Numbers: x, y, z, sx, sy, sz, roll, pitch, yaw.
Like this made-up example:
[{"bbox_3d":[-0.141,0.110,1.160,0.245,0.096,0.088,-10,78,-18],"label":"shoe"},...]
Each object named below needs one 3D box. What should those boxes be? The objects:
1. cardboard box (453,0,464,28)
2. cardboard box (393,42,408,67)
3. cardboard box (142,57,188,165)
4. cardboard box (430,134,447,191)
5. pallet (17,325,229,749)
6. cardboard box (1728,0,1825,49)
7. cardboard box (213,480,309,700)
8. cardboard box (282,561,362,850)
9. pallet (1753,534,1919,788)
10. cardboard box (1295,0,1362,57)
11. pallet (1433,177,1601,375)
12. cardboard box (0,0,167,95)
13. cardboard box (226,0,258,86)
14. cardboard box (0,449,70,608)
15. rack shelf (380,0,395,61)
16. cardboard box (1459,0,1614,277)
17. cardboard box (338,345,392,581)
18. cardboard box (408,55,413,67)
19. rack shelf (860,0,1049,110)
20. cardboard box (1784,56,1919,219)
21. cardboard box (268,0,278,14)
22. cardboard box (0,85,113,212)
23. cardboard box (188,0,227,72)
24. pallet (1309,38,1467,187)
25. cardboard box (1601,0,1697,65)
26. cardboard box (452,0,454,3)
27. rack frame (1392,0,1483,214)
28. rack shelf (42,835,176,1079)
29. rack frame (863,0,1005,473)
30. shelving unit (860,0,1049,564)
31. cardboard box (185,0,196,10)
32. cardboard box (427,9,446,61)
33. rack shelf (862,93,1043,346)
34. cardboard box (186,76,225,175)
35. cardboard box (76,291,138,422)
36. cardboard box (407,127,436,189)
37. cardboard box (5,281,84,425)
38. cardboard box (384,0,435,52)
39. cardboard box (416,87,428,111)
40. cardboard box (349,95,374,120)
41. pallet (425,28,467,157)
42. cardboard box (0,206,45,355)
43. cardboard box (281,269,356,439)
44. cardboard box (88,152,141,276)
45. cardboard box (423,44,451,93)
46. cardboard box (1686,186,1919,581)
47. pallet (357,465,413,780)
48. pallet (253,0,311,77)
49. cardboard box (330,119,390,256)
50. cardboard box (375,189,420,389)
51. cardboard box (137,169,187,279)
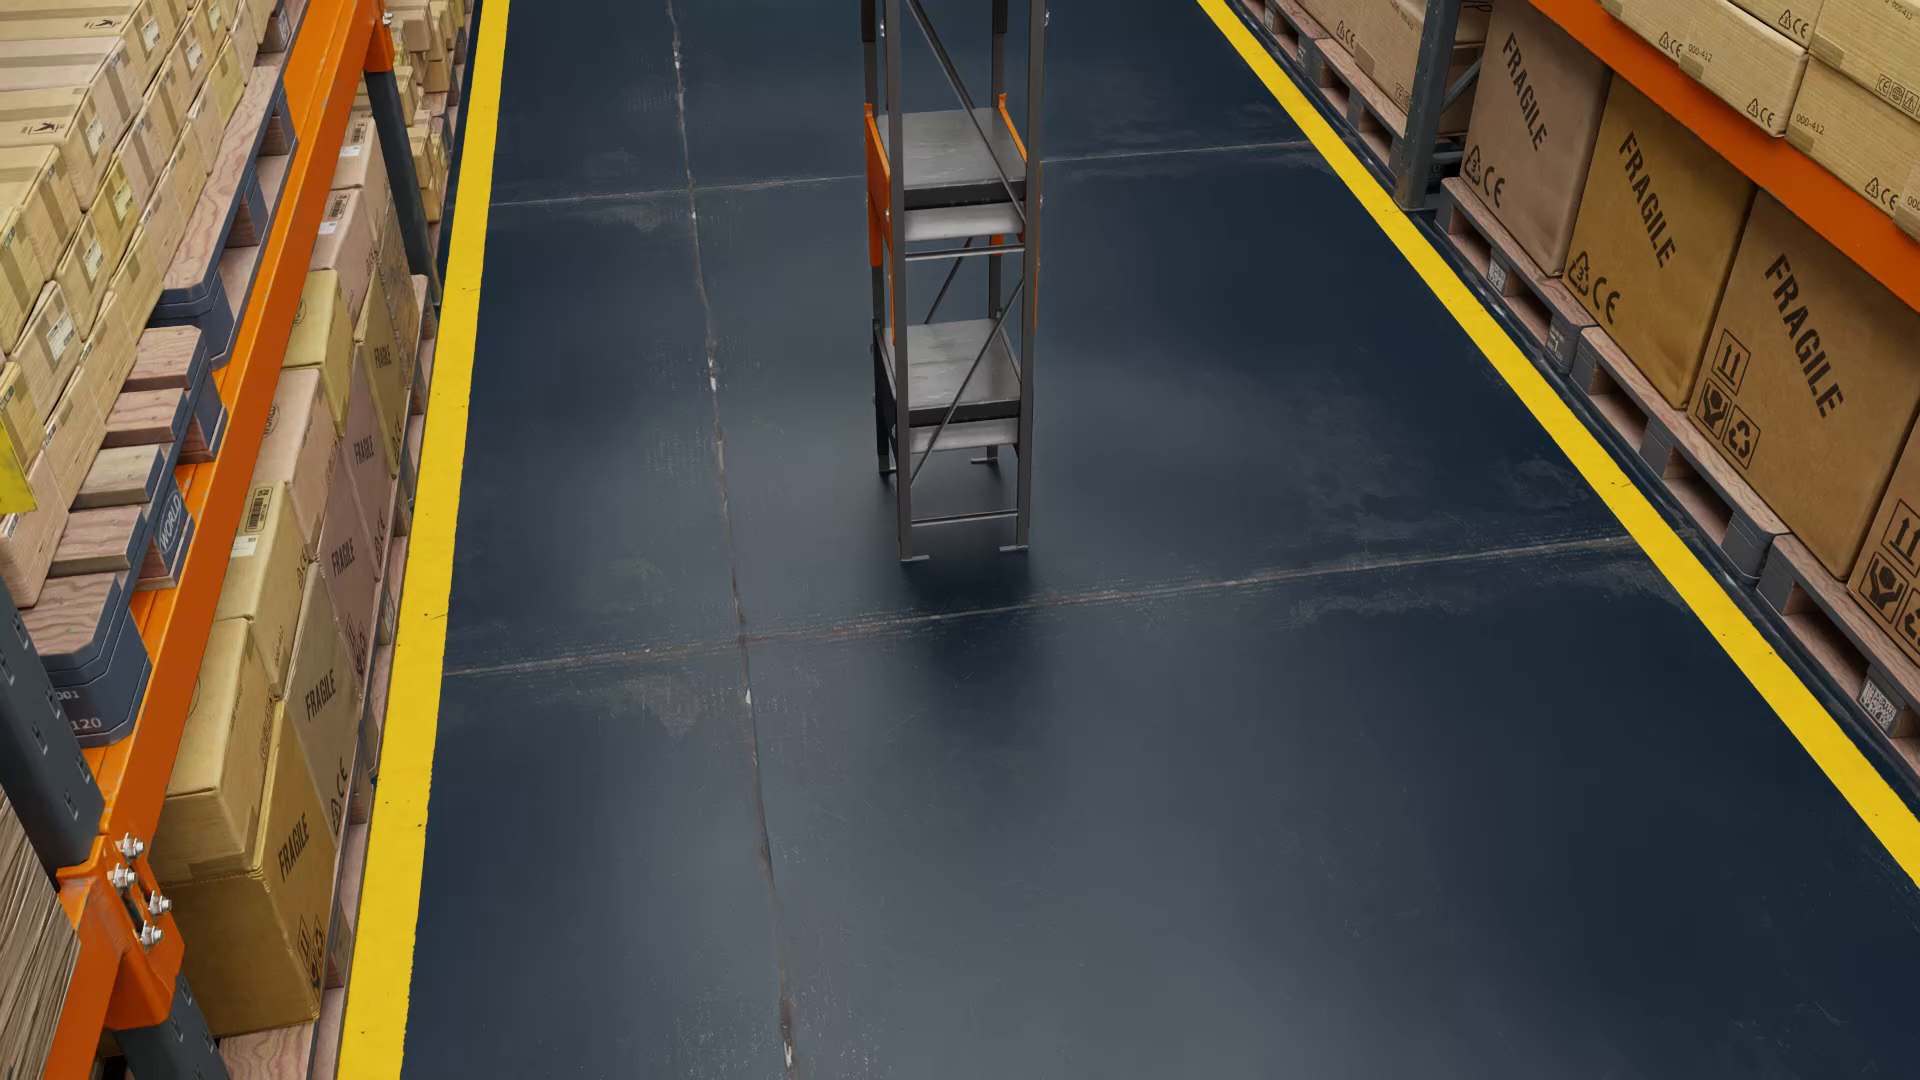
[{"bbox_3d":[-2.637,-2.612,8.149,0.380,0.149,0.250,-8,39,-10],"label":"cardboard box"},{"bbox_3d":[-2.441,-1.885,6.728,0.380,0.149,0.250,-7,38,-9],"label":"cardboard box"},{"bbox_3d":[-1.915,-0.919,3.608,0.380,0.149,0.250,-7,38,-8],"label":"cardboard box"},{"bbox_3d":[-2.296,-1.515,6.737,0.380,0.149,0.250,-5,38,-7],"label":"cardboard box"},{"bbox_3d":[-2.031,0.013,2.945,1.213,0.211,1.003,-6,38,-8],"label":"pallet"},{"bbox_3d":[2.425,-1.571,4.541,0.500,0.250,0.500,-7,38,-9],"label":"cardboard box"},{"bbox_3d":[-1.772,0.133,3.718,0.500,0.250,0.500,-7,38,-9],"label":"cardboard box"},{"bbox_3d":[-1.765,0.420,3.960,0.500,0.500,0.500,-6,38,-7],"label":"cardboard box"},{"bbox_3d":[2.991,0.380,4.589,1.003,0.211,1.213,-6,38,-8],"label":"pallet"},{"bbox_3d":[2.192,-2.739,8.076,0.875,0.438,0.875,-7,38,-9],"label":"cardboard box"},{"bbox_3d":[2.563,-1.094,6.486,1.003,0.211,1.213,-6,38,-8],"label":"pallet"},{"bbox_3d":[-1.923,-1.039,3.520,0.380,0.149,0.250,-5,38,-7],"label":"cardboard box"},{"bbox_3d":[-2.052,-1.281,4.317,0.380,0.149,0.250,-8,39,-10],"label":"cardboard box"},{"bbox_3d":[-1.681,-0.002,2.671,0.380,0.149,0.250,-7,38,-9],"label":"cardboard box"},{"bbox_3d":[-2.853,-2.984,7.232,1.077,0.370,4.000,-6,38,-8],"label":"rack shelf"},{"bbox_3d":[2.541,-1.614,6.272,0.875,0.875,0.875,-5,38,-7],"label":"cardboard box"},{"bbox_3d":[-1.949,-0.198,4.756,0.500,0.500,0.500,-7,38,-9],"label":"cardboard box"},{"bbox_3d":[-2.506,-1.920,7.016,0.380,0.149,0.250,-8,39,-10],"label":"cardboard box"},{"bbox_3d":[-0.029,-1.471,4.313,0.431,0.518,0.480,-6,38,-8],"label":"rack shelf"},{"bbox_3d":[2.533,-1.068,4.302,0.500,0.250,0.500,-7,38,-8],"label":"cardboard box"},{"bbox_3d":[-2.150,-1.600,4.727,0.380,0.149,0.250,-6,38,-8],"label":"cardboard box"},{"bbox_3d":[-1.825,-0.716,3.104,0.380,0.149,0.250,-8,39,-10],"label":"cardboard box"},{"bbox_3d":[-2.003,-1.229,4.007,0.380,0.149,0.250,-6,38,-8],"label":"cardboard box"},{"bbox_3d":[2.297,-2.020,7.678,1.003,0.211,1.213,-6,38,-8],"label":"pallet"},{"bbox_3d":[2.337,-1.676,5.085,0.500,0.250,0.500,-7,38,-8],"label":"cardboard box"},{"bbox_3d":[-2.607,-2.563,7.843,0.380,0.149,0.250,-4,38,-6],"label":"cardboard box"},{"bbox_3d":[2.354,-2.653,6.220,1.000,3.000,0.127,-6,38,-8],"label":"rack frame"},{"bbox_3d":[-1.450,1.848,1.012,1.077,0.370,4.000,-6,38,-8],"label":"rack shelf"},{"bbox_3d":[-0.072,-1.077,4.924,0.400,2.100,0.015,-6,38,-8],"label":"rack frame"},{"bbox_3d":[-0.029,-0.929,4.735,0.431,2.100,0.503,-6,38,-8],"label":"shelving unit"},{"bbox_3d":[-2.012,-1.353,3.924,0.380,0.149,0.250,-8,39,-10],"label":"cardboard box"},{"bbox_3d":[-2.513,-2.248,7.438,0.380,0.149,0.250,-7,38,-8],"label":"cardboard box"},{"bbox_3d":[-0.029,-0.918,4.743,0.431,0.518,0.480,-6,38,-8],"label":"rack shelf"},{"bbox_3d":[-1.959,-0.960,3.904,0.380,0.149,0.250,-7,38,-9],"label":"cardboard box"},{"bbox_3d":[-1.775,-0.327,3.089,0.380,0.149,0.250,-4,38,-6],"label":"cardboard box"},{"bbox_3d":[-2.251,-1.471,6.437,0.380,0.149,0.250,-5,38,-6],"label":"cardboard box"},{"bbox_3d":[-1.738,-0.305,2.818,0.380,0.149,0.250,-4,38,-6],"label":"cardboard box"},{"bbox_3d":[-2.474,-2.203,7.137,0.380,0.149,0.250,-5,38,-7],"label":"cardboard box"},{"bbox_3d":[-2.485,-1.807,7.113,0.380,0.149,0.250,-7,38,-9],"label":"cardboard box"},{"bbox_3d":[-2.359,-1.565,6.316,0.380,0.149,0.250,-5,38,-6],"label":"cardboard box"},{"bbox_3d":[-2.872,-2.099,7.780,1.003,0.211,1.213,-6,38,-8],"label":"pallet"},{"bbox_3d":[-1.741,-0.407,2.707,0.380,0.149,0.250,-7,38,-9],"label":"cardboard box"},{"bbox_3d":[-1.939,-0.482,4.510,0.500,0.250,0.500,-8,39,-10],"label":"cardboard box"},{"bbox_3d":[-1.832,-0.618,3.221,0.380,0.149,0.250,-6,38,-8],"label":"cardboard box"},{"bbox_3d":[-2.517,-2.134,7.533,0.380,0.149,0.250,-7,38,-9],"label":"cardboard box"},{"bbox_3d":[2.863,-0.529,4.876,0.875,0.875,0.875,-6,38,-7],"label":"cardboard box"},{"bbox_3d":[-2.147,0.250,4.756,1.003,0.211,1.213,-6,38,-8],"label":"pallet"},{"bbox_3d":[-2.511,-1.507,4.901,1.003,0.211,1.213,-6,38,-8],"label":"pallet"},{"bbox_3d":[-2.123,-1.112,5.320,0.500,0.250,0.500,-7,38,-9],"label":"cardboard box"},{"bbox_3d":[-2.124,-0.819,5.554,0.500,0.500,0.500,-7,38,-9],"label":"cardboard box"},{"bbox_3d":[-1.873,-0.651,3.505,0.380,0.149,0.250,-5,38,-6],"label":"cardboard box"}]
